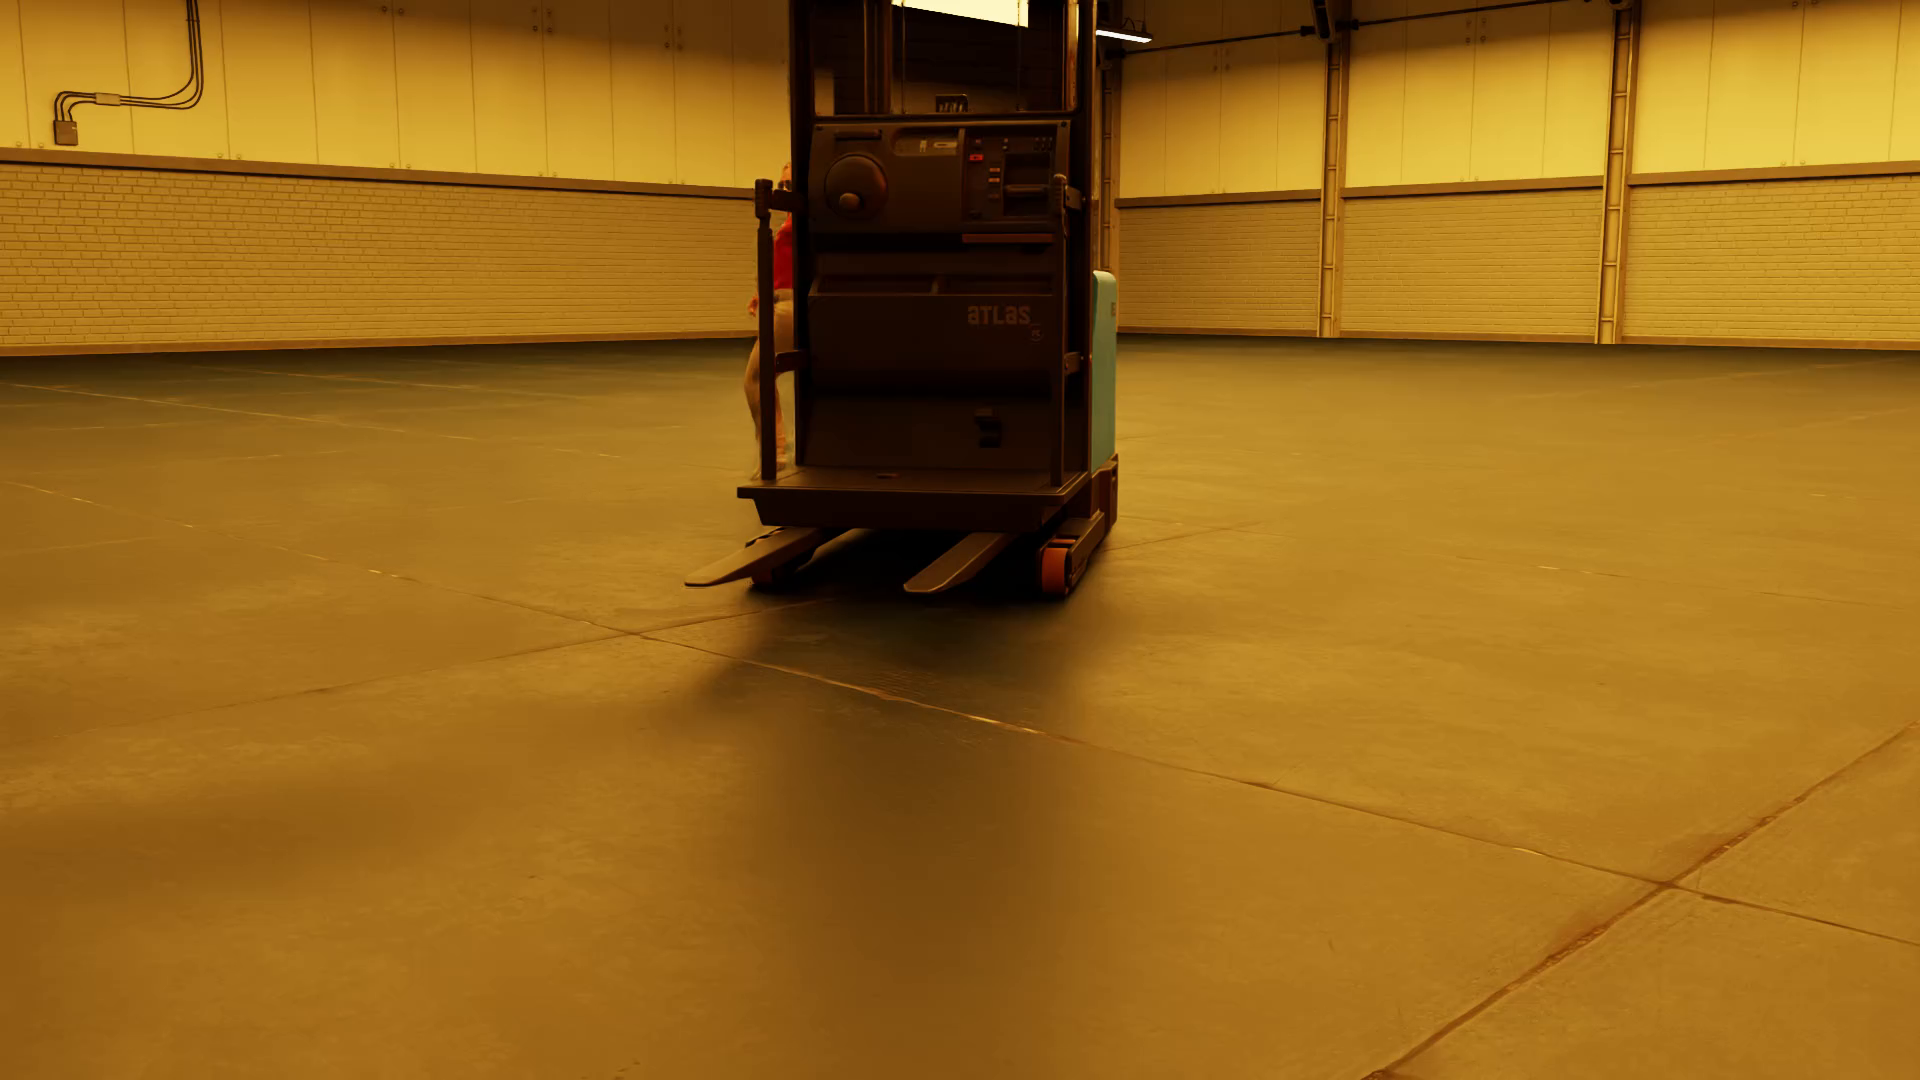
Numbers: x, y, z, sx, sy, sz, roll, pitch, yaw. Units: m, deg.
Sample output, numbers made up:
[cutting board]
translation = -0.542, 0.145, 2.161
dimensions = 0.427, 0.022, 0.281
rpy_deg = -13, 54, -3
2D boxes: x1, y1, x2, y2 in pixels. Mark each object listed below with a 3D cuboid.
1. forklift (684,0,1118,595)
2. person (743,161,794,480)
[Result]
[forklift]
translation = -0.115, -1.323, 5.660
dimensions = 1.130, 2.935, 3.031
rpy_deg = 2, 9, 11
[person]
translation = -0.798, -1.102, 8.696
dimensions = 0.798, 1.739, 0.631
rpy_deg = 7, 11, 38
